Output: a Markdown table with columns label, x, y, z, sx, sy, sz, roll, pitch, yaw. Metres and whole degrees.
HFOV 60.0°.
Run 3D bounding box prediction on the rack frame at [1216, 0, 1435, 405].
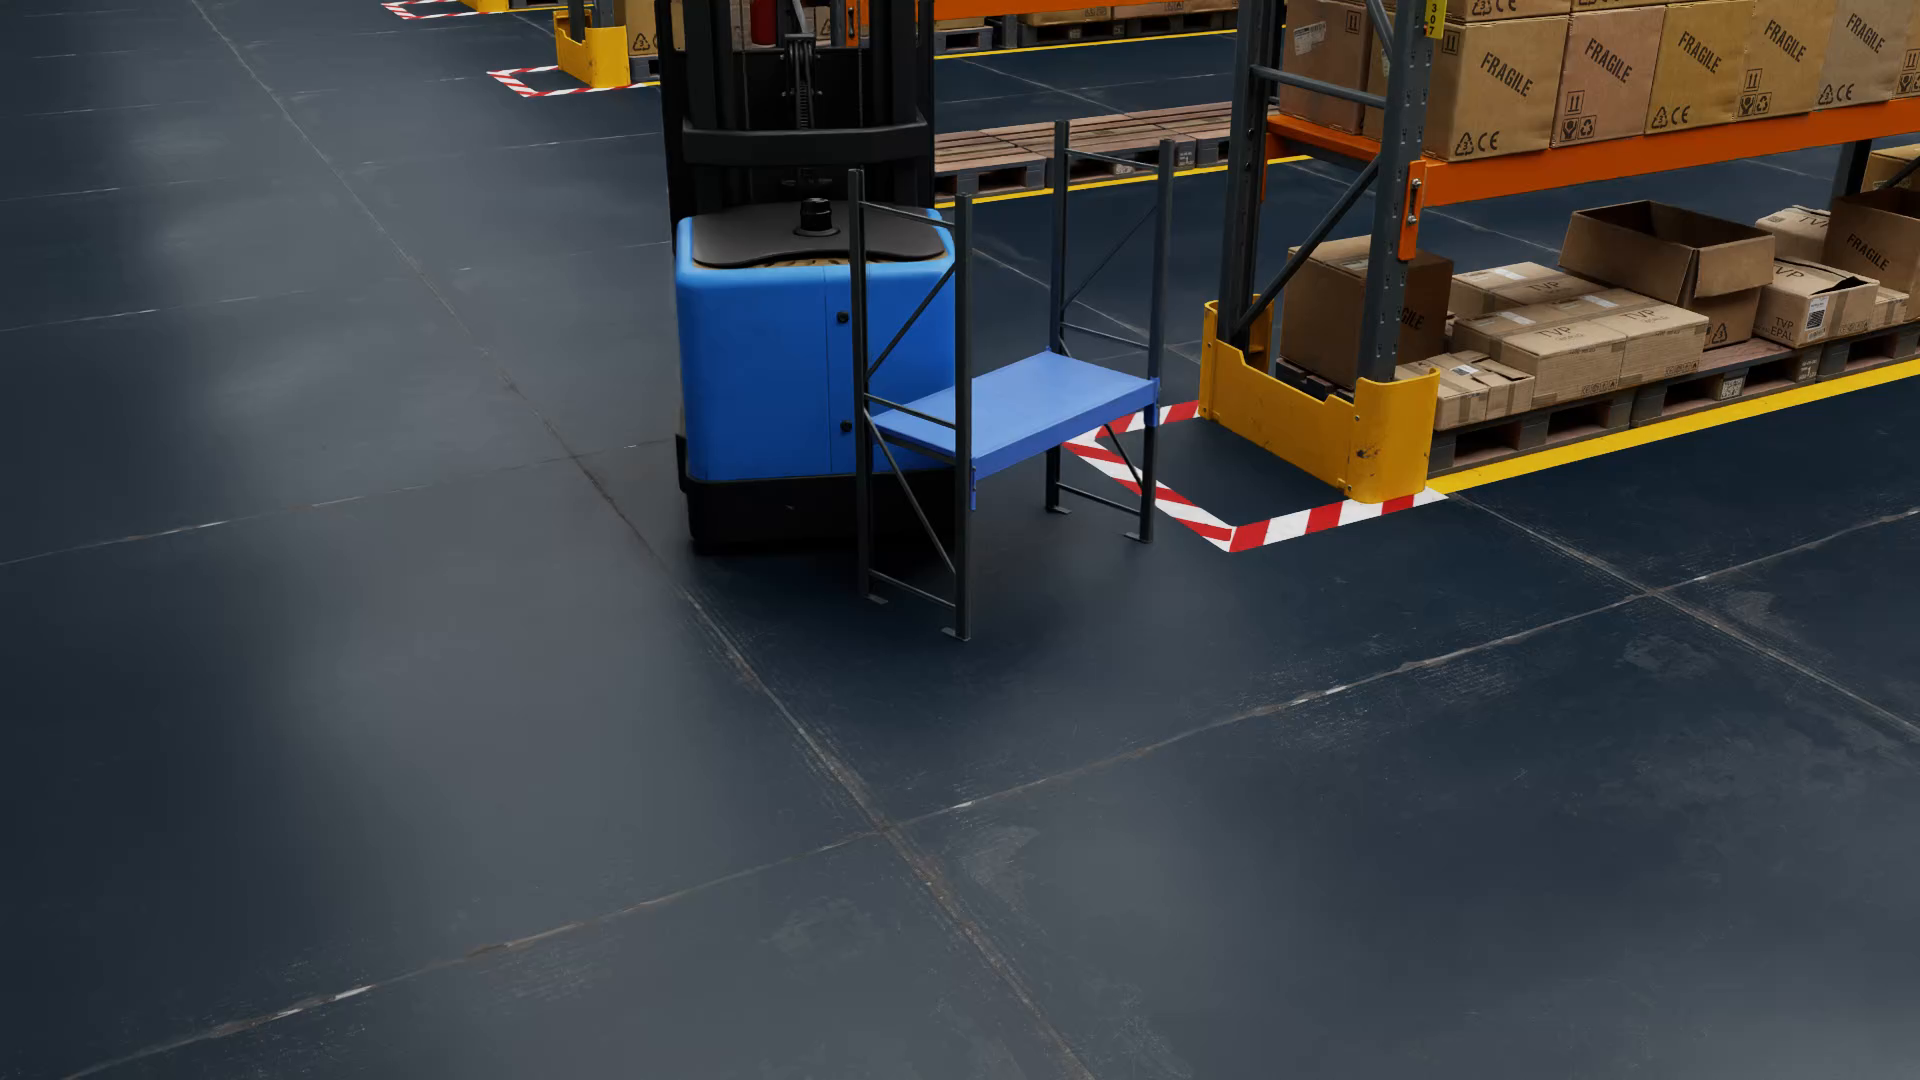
| label | x | y | z | sx | sy | sz | roll | pitch | yaw |
| --- | --- | --- | --- | --- | --- | --- | --- | --- | --- |
| rack frame | 1.399 | -1.726 | 6.380 | 0.127 | 3.000 | 1.000 | -13 | 29 | -25 |

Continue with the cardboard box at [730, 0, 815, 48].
| label | x | y | z | sx | sy | sz | roll | pitch | yaw |
| --- | --- | --- | --- | --- | --- | --- | --- | --- | --- |
| cardboard box | -1.929 | -5.088 | 15.351 | 0.875 | 0.875 | 0.875 | -13 | 29 | -25 |

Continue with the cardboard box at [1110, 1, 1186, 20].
| label | x | y | z | sx | sy | sz | roll | pitch | yaw |
| --- | --- | --- | --- | --- | --- | --- | --- | --- | --- |
| cardboard box | 1.613 | -5.877 | 16.994 | 0.875 | 0.875 | 1.225 | -14 | 29 | -27 |

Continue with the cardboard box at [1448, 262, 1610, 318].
| label | x | y | z | sx | sy | sz | roll | pitch | yaw |
| --- | --- | --- | --- | --- | --- | --- | --- | --- | --- |
| cardboard box | 2.615 | -1.072 | 7.686 | 0.500 | 0.250 | 0.500 | -13 | 29 | -25 |

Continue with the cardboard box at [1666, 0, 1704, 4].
| label | x | y | z | sx | sy | sz | roll | pitch | yaw |
| --- | --- | --- | --- | --- | --- | --- | --- | --- | --- |
| cardboard box | 2.816 | -2.421 | 6.556 | 0.500 | 0.500 | 0.500 | -13 | 28 | -24 |

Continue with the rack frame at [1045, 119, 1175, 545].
| label | x | y | z | sx | sy | sz | roll | pitch | yaw |
| --- | --- | --- | --- | --- | --- | --- | --- | --- | --- |
| rack frame | 0.529 | -0.736 | 6.049 | 0.500 | 1.500 | 0.032 | 22 | 33 | 37 |

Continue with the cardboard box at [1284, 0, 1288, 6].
| label | x | y | z | sx | sy | sz | roll | pitch | yaw |
| --- | --- | --- | --- | --- | --- | --- | --- | --- | --- |
| cardboard box | 3.181 | -6.239 | 17.748 | 0.875 | 0.875 | 1.225 | -14 | 29 | -27 |

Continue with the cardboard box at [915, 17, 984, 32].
| label | x | y | z | sx | sy | sz | roll | pitch | yaw |
| --- | --- | --- | --- | --- | --- | --- | --- | --- | --- |
| cardboard box | -0.350 | -5.453 | 16.111 | 0.875 | 0.875 | 0.875 | -13 | 29 | -25 |

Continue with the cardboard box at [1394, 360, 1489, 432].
| label | x | y | z | sx | sy | sz | roll | pitch | yaw |
| --- | --- | --- | --- | --- | --- | --- | --- | --- | --- |
| cardboard box | 1.930 | -0.593 | 6.806 | 0.250 | 0.149 | 0.380 | -13 | 29 | -25 |

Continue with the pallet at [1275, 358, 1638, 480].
| label | x | y | z | sx | sy | sz | roll | pitch | yaw |
| --- | --- | --- | --- | --- | --- | --- | --- | --- | --- |
| pallet | 2.169 | -0.647 | 7.355 | 1.213 | 0.211 | 1.003 | -13 | 29 | -25 |

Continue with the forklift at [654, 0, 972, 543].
| label | x | y | z | sx | sy | sz | roll | pitch | yaw |
| --- | --- | --- | --- | --- | --- | --- | --- | --- | --- |
| forklift | -0.683 | -1.920 | 6.864 | 1.130 | 2.935 | 3.031 | -4 | 26 | -8 |

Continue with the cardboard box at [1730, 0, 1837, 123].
| label | x | y | z | sx | sy | sz | roll | pitch | yaw |
| --- | --- | --- | --- | --- | --- | --- | --- | --- | --- |
| cardboard box | 3.253 | -2.070 | 6.981 | 0.500 | 0.500 | 0.500 | -13 | 28 | -24 |

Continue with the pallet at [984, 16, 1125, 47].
| label | x | y | z | sx | sy | sz | roll | pitch | yaw |
| --- | --- | --- | --- | --- | --- | --- | --- | --- | --- |
| pallet | 0.916 | -5.254 | 16.949 | 1.213 | 0.211 | 1.003 | -13 | 29 | -25 |

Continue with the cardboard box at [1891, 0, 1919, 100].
| label | x | y | z | sx | sy | sz | roll | pitch | yaw |
| --- | --- | --- | --- | --- | --- | --- | --- | --- | --- |
| cardboard box | 4.154 | -2.281 | 7.419 | 0.500 | 0.500 | 0.500 | -12 | 28 | -24 |

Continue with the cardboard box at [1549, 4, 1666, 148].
| label | x | y | z | sx | sy | sz | roll | pitch | yaw |
| --- | --- | --- | --- | --- | --- | --- | --- | --- | --- |
| cardboard box | 2.367 | -1.868 | 6.560 | 0.500 | 0.500 | 0.500 | -13 | 29 | -26 |

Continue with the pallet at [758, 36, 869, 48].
| label | x | y | z | sx | sy | sz | roll | pitch | yaw |
| --- | --- | --- | --- | --- | --- | --- | --- | --- | --- |
| pallet | -1.515 | -4.693 | 15.780 | 1.213 | 0.211 | 1.003 | -13 | 29 | -25 |

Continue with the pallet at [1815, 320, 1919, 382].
| label | x | y | z | sx | sy | sz | roll | pitch | yaw |
| --- | --- | --- | --- | --- | --- | --- | --- | --- | --- |
| pallet | 4.322 | -1.144 | 8.390 | 1.213 | 0.211 | 1.003 | -13 | 29 | -25 |

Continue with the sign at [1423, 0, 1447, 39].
| label | x | y | z | sx | sy | sz | roll | pitch | yaw |
| --- | --- | --- | --- | --- | --- | --- | --- | --- | --- |
| sign | 1.654 | -1.909 | 5.761 | 0.005 | 0.325 | 0.100 | -13 | 29 | -25 |

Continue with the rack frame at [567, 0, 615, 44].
| label | x | y | z | sx | sy | sz | roll | pitch | yaw |
| --- | --- | --- | --- | --- | --- | --- | --- | --- | --- |
| rack frame | -3.259 | -5.510 | 14.261 | 0.127 | 3.000 | 1.000 | -13 | 29 | -25 |

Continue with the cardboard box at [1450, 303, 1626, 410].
| label | x | y | z | sx | sy | sz | roll | pitch | yaw |
| --- | --- | --- | --- | --- | --- | --- | --- | --- | --- |
| cardboard box | 2.453 | -0.789 | 7.097 | 0.500 | 0.250 | 0.500 | -13 | 29 | -25 |

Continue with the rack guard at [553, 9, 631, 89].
| label | x | y | z | sx | sy | sz | roll | pitch | yaw |
| --- | --- | --- | --- | --- | --- | --- | --- | --- | --- |
| rack guard | -3.281 | -4.379 | 14.792 | 0.348 | 0.500 | 1.175 | -13 | 29 | -25 |

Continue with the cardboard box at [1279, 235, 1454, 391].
| label | x | y | z | sx | sy | sz | roll | pitch | yaw |
| --- | --- | --- | --- | --- | --- | --- | --- | --- | --- |
| cardboard box | 1.763 | -1.003 | 7.252 | 0.500 | 0.500 | 0.500 | -13 | 29 | -25 |

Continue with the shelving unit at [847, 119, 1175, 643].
| label | x | y | z | sx | sy | sz | roll | pitch | yaw |
| --- | --- | --- | --- | --- | --- | --- | --- | --- | --- |
| shelving unit | 0.186 | -0.573 | 5.711 | 0.538 | 1.500 | 1.048 | 22 | 33 | 37 |

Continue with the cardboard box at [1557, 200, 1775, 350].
| label | x | y | z | sx | sy | sz | roll | pitch | yaw |
| --- | --- | --- | --- | --- | --- | --- | --- | --- | --- |
| cardboard box | 3.273 | -1.229 | 7.721 | 0.637 | 0.503 | 0.797 | -13 | 29 | -25 |

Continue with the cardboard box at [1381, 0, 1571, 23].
| label | x | y | z | sx | sy | sz | roll | pitch | yaw |
| --- | --- | --- | --- | --- | --- | --- | --- | --- | --- |
| cardboard box | 1.915 | -2.212 | 6.120 | 0.500 | 0.500 | 0.500 | -12 | 28 | -24 |

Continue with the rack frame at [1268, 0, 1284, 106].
| label | x | y | z | sx | sy | sz | roll | pitch | yaw |
| --- | --- | --- | --- | --- | --- | --- | --- | --- | --- |
| rack frame | 2.601 | -4.433 | 12.018 | 0.127 | 3.000 | 1.000 | -13 | 29 | -25 |

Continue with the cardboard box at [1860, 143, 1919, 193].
| label | x | y | z | sx | sy | sz | roll | pitch | yaw |
| --- | --- | --- | --- | --- | --- | --- | --- | --- | --- |
| cardboard box | 5.229 | -1.822 | 8.960 | 0.500 | 0.500 | 0.500 | -13 | 29 | -25 |

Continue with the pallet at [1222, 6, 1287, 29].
| label | x | y | z | sx | sy | sz | roll | pitch | yaw |
| --- | --- | --- | --- | --- | --- | --- | --- | --- | --- |
| pallet | 3.068 | -5.751 | 17.984 | 1.213 | 0.211 | 1.003 | -13 | 29 | -25 |

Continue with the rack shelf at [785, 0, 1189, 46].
| label | x | y | z | sx | sy | sz | roll | pitch | yaw |
| --- | --- | --- | --- | --- | --- | --- | --- | --- | --- |
| rack shelf | 0.836 | -3.702 | 11.326 | 4.000 | 0.370 | 1.077 | -13 | 29 | -25 |

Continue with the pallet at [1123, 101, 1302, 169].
| label | x | y | z | sx | sy | sz | roll | pitch | yaw |
| --- | --- | --- | --- | --- | --- | --- | --- | --- | --- |
| pallet | 1.970 | -3.012 | 12.279 | 1.213 | 0.211 | 1.003 | -13 | 29 | -25 |

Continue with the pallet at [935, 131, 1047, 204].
| label | x | y | z | sx | sy | sz | roll | pitch | yaw |
| --- | --- | --- | --- | --- | --- | --- | --- | --- | --- |
| pallet | -0.183 | -2.515 | 11.244 | 1.213 | 0.211 | 1.003 | -13 | 29 | -25 |

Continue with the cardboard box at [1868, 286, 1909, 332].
| label | x | y | z | sx | sy | sz | roll | pitch | yaw |
| --- | --- | --- | --- | --- | --- | --- | --- | --- | --- |
| cardboard box | 4.256 | -1.130 | 7.924 | 0.250 | 0.149 | 0.380 | -13 | 29 | -25 |
